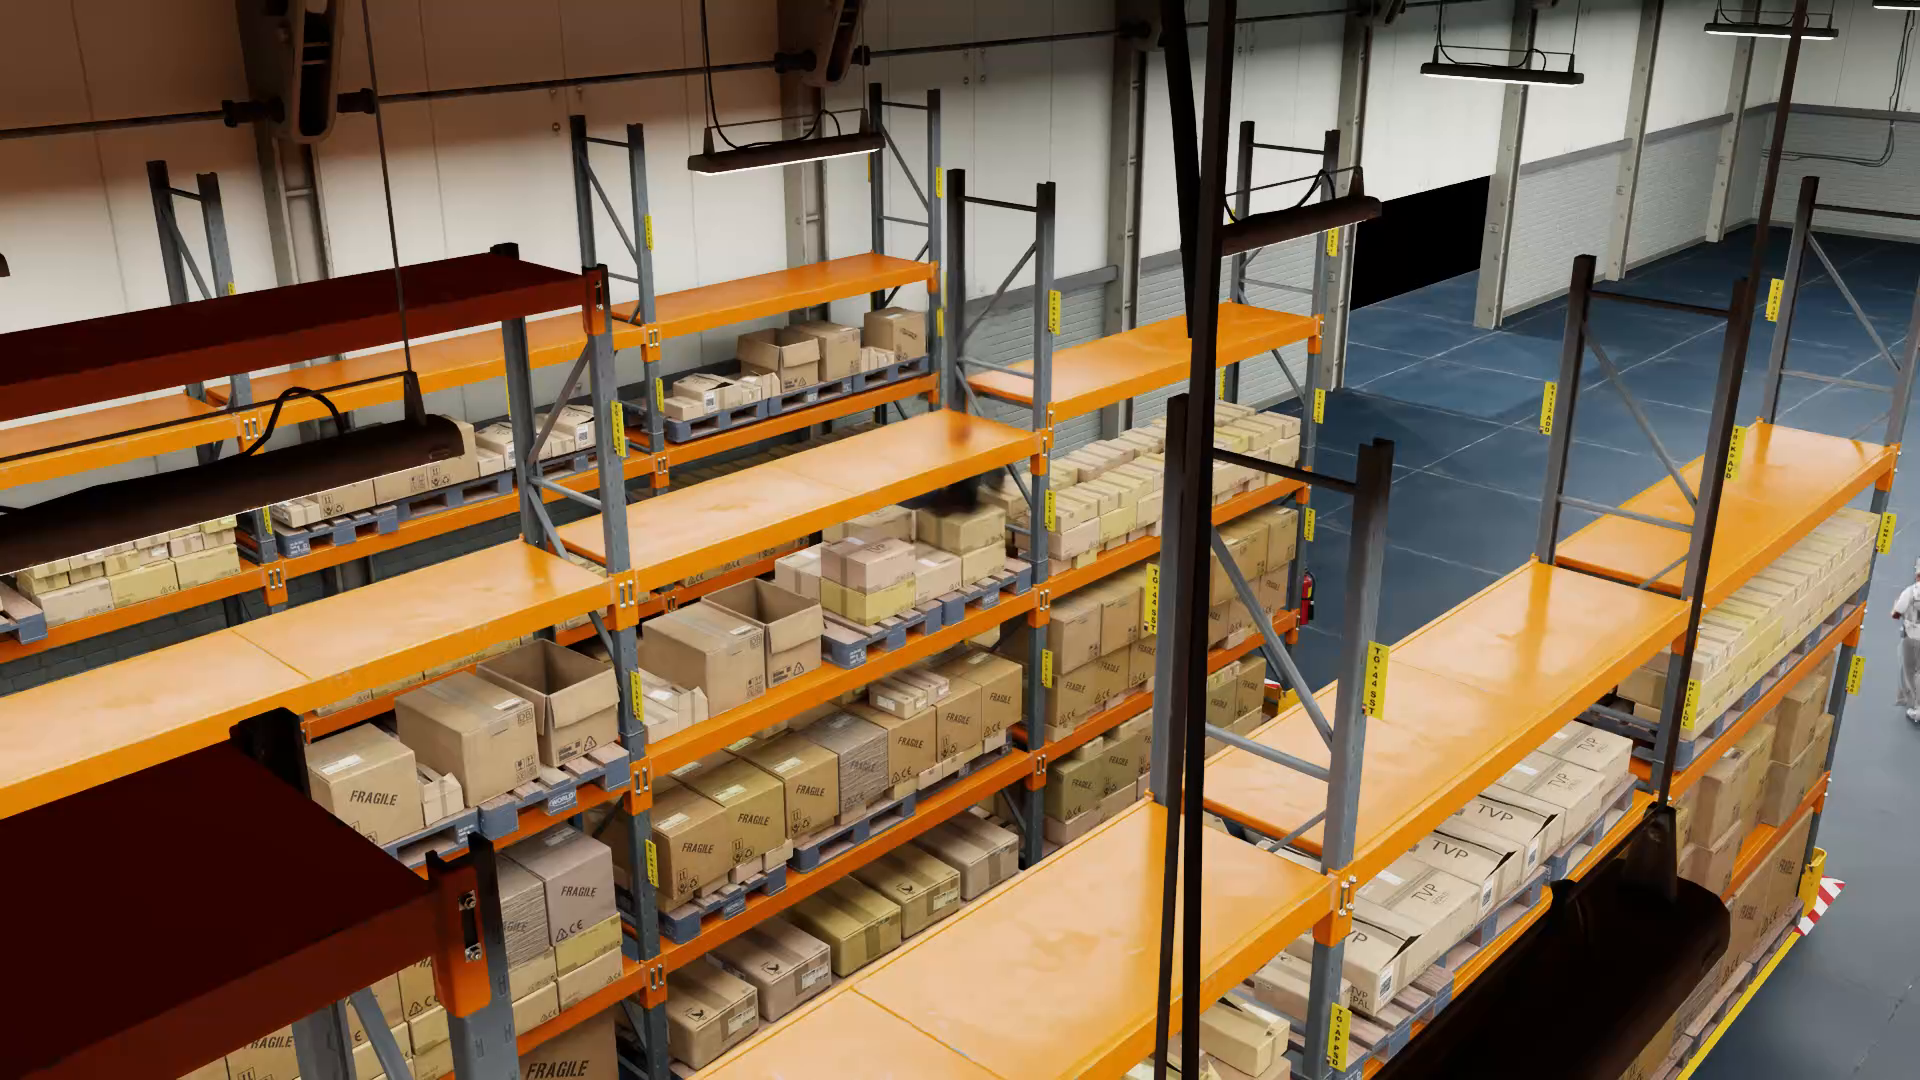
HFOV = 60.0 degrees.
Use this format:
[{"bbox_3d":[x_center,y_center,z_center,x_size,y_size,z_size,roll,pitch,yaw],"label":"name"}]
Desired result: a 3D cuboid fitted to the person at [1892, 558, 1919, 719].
[{"bbox_3d":[9.876,1.009,17.099,0.603,1.673,0.797,-2,21,-6],"label":"person"}]
